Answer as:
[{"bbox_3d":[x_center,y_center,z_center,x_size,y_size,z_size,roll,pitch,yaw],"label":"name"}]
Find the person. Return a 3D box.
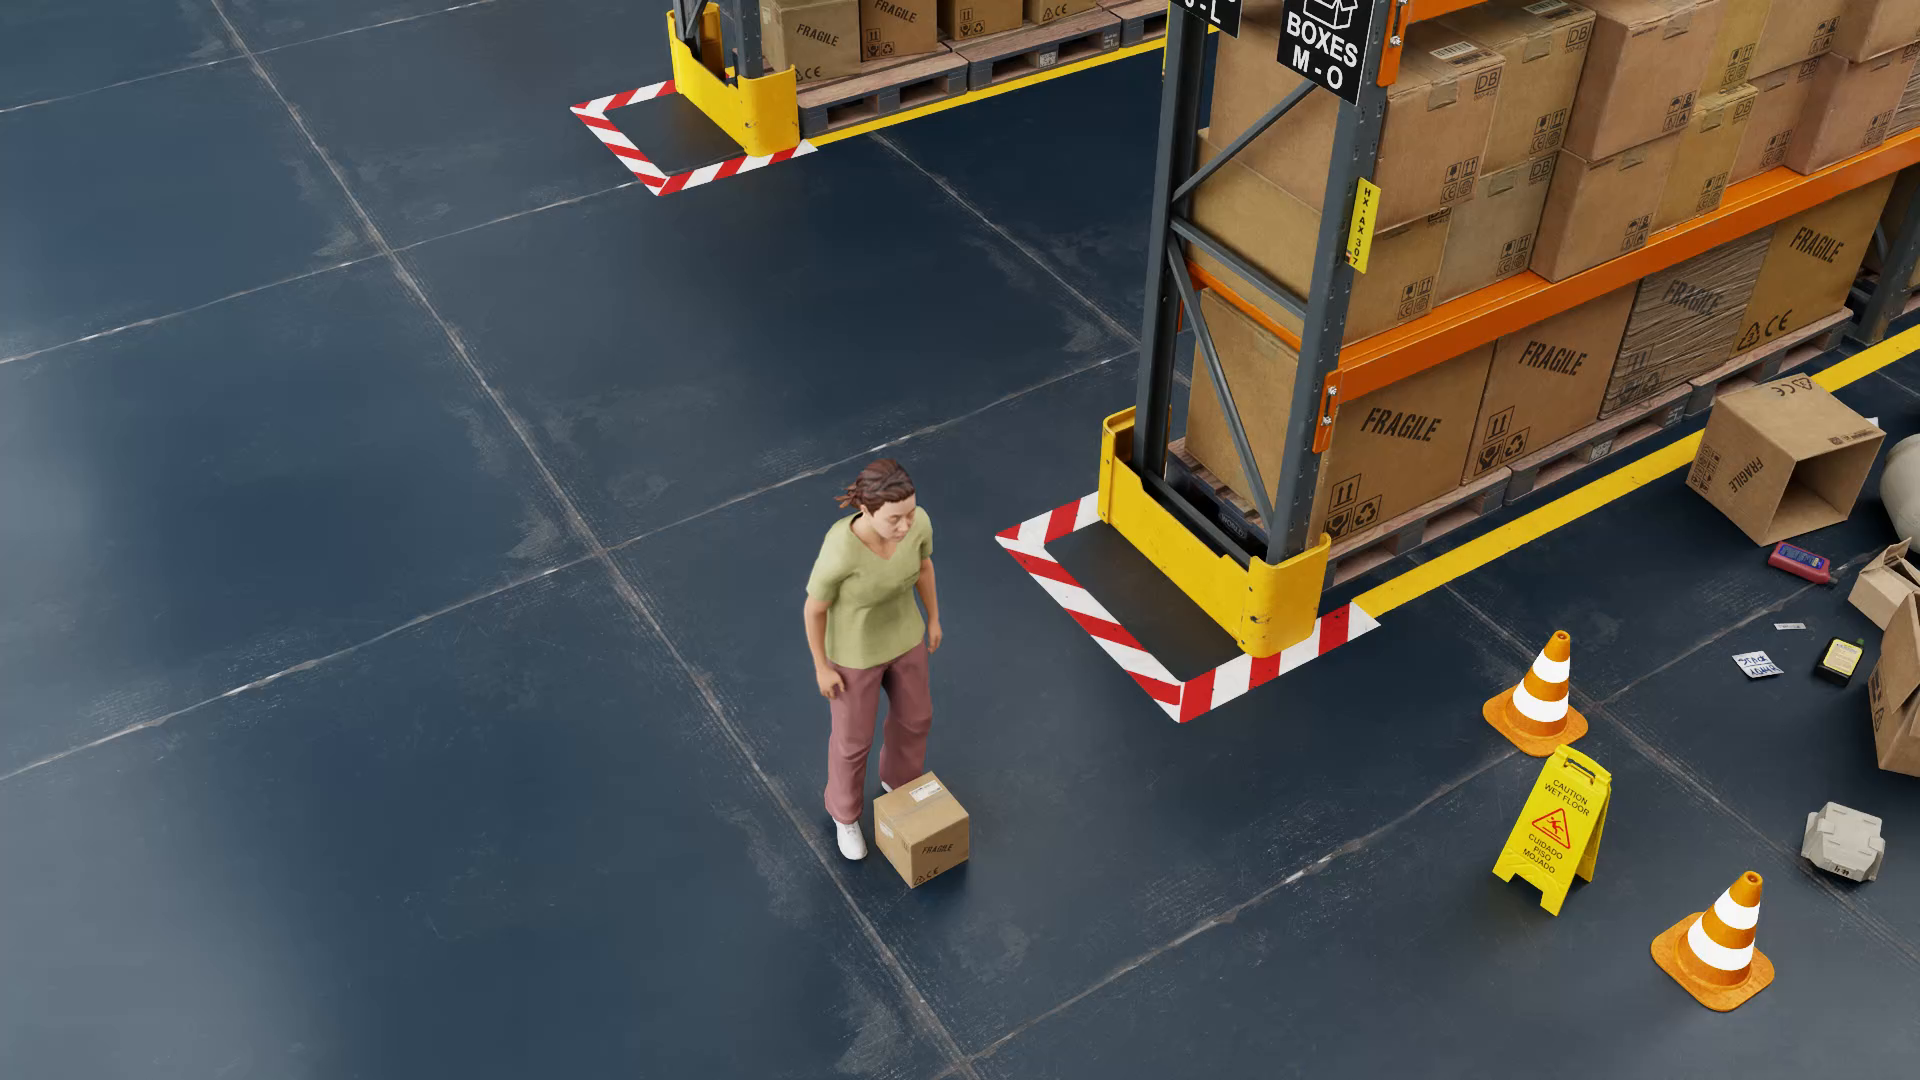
[{"bbox_3d":[-0.275,0.379,5.722,0.507,1.672,0.354,-24,46,-25],"label":"person"}]
